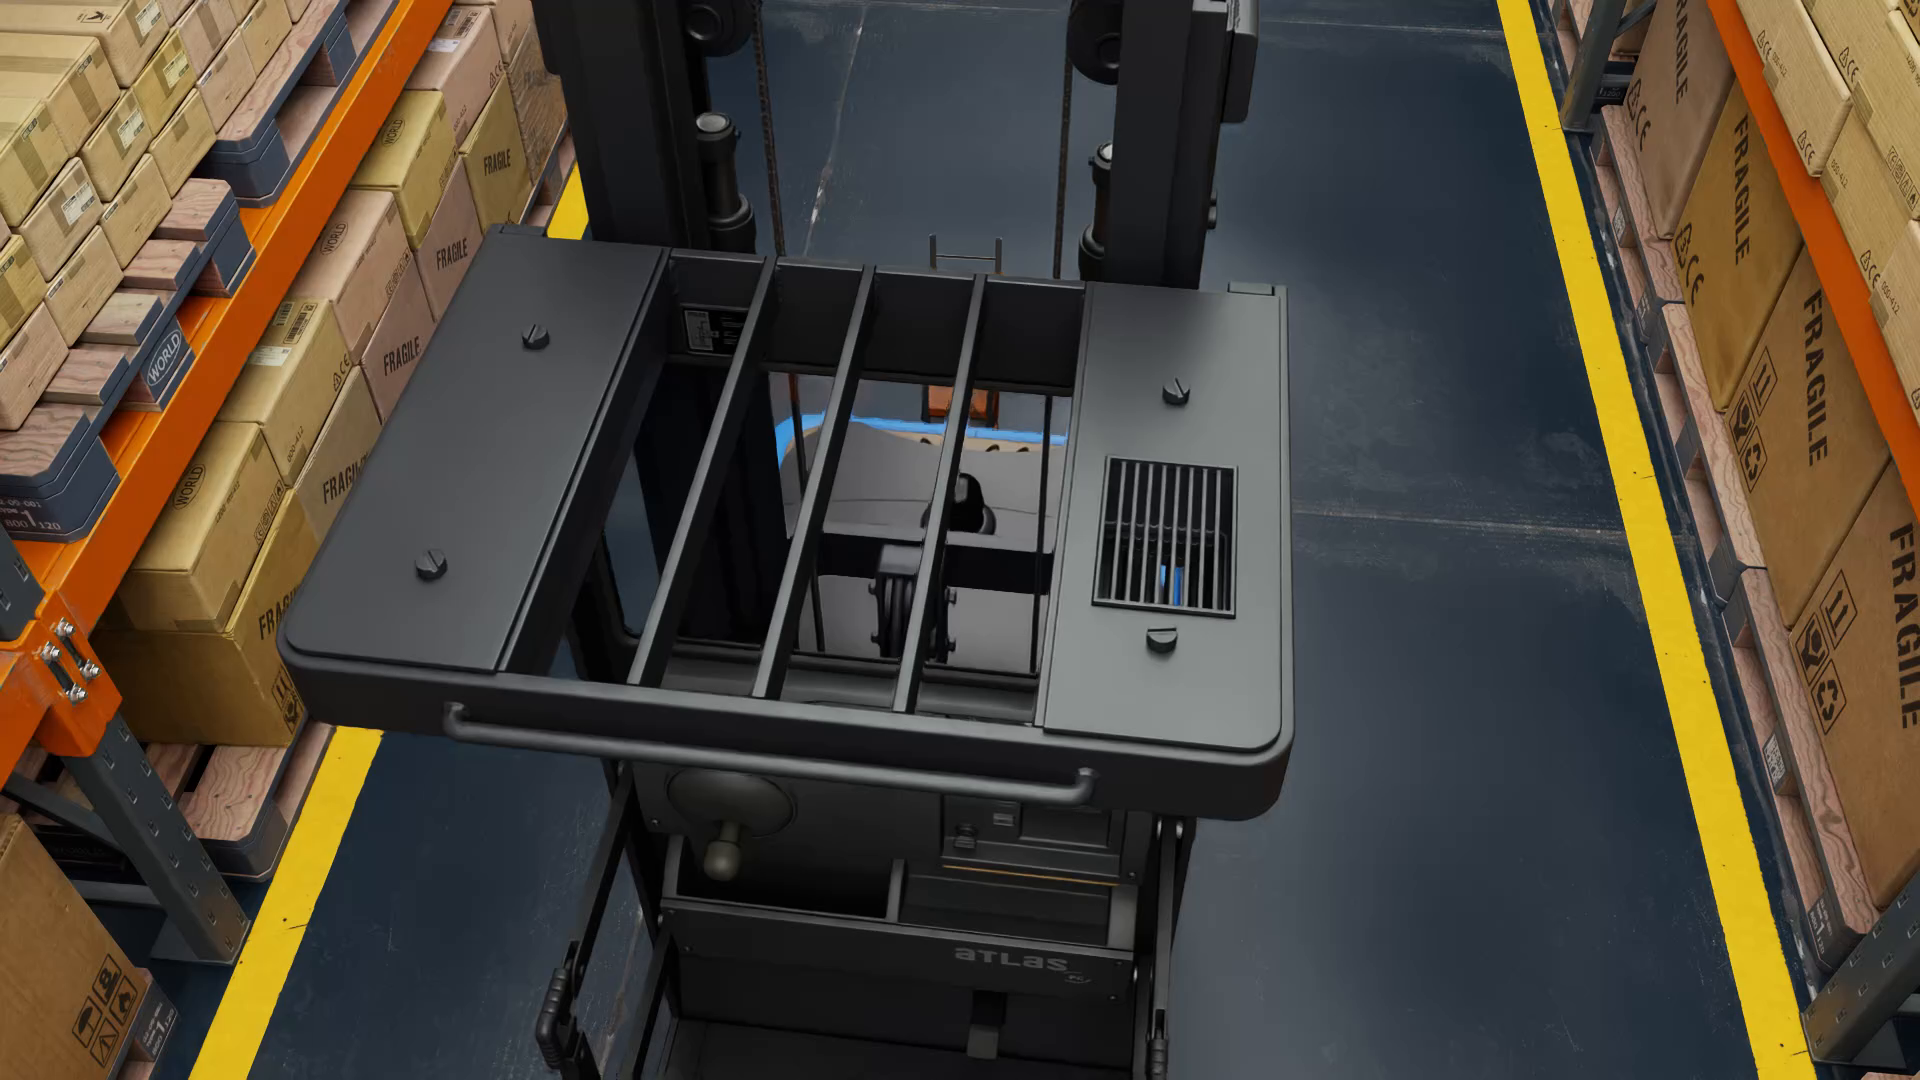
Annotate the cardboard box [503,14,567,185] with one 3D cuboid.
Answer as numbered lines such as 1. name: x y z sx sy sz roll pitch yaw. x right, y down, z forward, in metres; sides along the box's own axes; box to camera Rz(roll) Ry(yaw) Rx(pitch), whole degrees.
1. cardboard box: -1.800 -1.677 6.161 0.500 0.500 0.500 3 48 3

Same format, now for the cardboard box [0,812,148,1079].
1. cardboard box: -2.493 1.058 3.489 1.050 0.750 0.750 3 48 3

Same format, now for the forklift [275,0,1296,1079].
1. forklift: -0.144 0.533 2.776 1.130 2.935 3.031 5 48 5

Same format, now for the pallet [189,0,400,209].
1. pallet: -2.208 -1.393 4.621 1.003 0.211 1.213 4 48 4

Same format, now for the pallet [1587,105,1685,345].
1. pallet: 2.960 -1.168 6.175 1.003 0.211 1.213 4 48 4

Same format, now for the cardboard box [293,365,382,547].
1. cardboard box: -1.987 -0.171 4.783 0.500 0.500 0.500 4 48 4

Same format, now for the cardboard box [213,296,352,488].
1. cardboard box: -1.998 -0.415 4.498 0.500 0.250 0.500 3 48 3

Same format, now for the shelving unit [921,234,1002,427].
1. shelving unit: 0.005 -0.394 4.899 0.215 1.050 0.252 4 48 4

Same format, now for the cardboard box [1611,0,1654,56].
1. cardboard box: 3.119 -2.412 6.875 0.875 0.438 0.875 3 48 3

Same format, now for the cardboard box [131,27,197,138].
1. cardboard box: -2.038 -1.081 3.890 0.380 0.149 0.250 4 48 4

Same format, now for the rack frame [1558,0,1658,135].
1. rack frame: 2.955 -2.681 5.670 1.000 3.000 0.127 4 48 4

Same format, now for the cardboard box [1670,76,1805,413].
1. cardboard box: 2.904 -0.981 5.269 0.875 0.875 0.875 5 48 5

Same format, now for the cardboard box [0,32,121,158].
1. cardboard box: -2.064 -0.962 3.580 0.380 0.149 0.250 4 48 3

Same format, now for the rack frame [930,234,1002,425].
1. rack frame: 0.016 -0.483 4.981 0.200 1.050 0.008 4 48 4

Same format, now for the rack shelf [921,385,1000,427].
1. rack shelf: 0.005 -0.387 4.906 0.215 0.259 0.240 4 48 4

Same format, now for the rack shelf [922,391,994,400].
1. rack shelf: 0.005 -0.578 4.697 0.215 0.259 0.240 4 48 4

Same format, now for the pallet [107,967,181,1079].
1. pallet: -2.495 1.515 3.721 1.003 0.211 1.213 4 48 4

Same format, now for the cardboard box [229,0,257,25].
1. cardboard box: -1.988 -1.446 4.224 0.380 0.149 0.250 3 48 3

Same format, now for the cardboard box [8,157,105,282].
1. cardboard box: -2.081 -0.699 3.541 0.380 0.149 0.250 6 48 5

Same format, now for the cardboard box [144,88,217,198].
1. cardboard box: -2.034 -0.967 3.987 0.380 0.149 0.250 6 48 5

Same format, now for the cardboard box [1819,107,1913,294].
1. cardboard box: 2.471 -0.826 4.074 0.500 0.250 0.500 3 48 3

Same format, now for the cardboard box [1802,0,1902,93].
1. cardboard box: 2.498 -1.369 4.232 0.500 0.250 0.500 3 48 2

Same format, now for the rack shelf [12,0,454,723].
1. rack shelf: -2.166 -1.227 4.827 1.077 0.370 4.000 4 48 4

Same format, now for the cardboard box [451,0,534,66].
1. cardboard box: -1.800 -1.927 5.881 0.500 0.250 0.500 3 48 2

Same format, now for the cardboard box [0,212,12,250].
1. cardboard box: -2.113 -0.588 3.238 0.380 0.149 0.250 4 48 4

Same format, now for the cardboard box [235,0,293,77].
1. cardboard box: -1.987 -1.347 4.335 0.380 0.149 0.250 4 48 4

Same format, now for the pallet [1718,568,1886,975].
1. pallet: 2.738 0.625 4.535 1.003 0.211 1.213 4 48 4

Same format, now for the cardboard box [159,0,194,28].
1. cardboard box: -2.017 -1.356 3.940 0.380 0.149 0.250 6 48 5

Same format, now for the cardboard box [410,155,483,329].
1. cardboard box: -1.898 -0.924 5.471 0.500 0.500 0.500 3 48 3

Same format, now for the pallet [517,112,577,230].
1. pallet: -2.053 -1.427 6.412 1.003 0.211 1.213 4 48 4

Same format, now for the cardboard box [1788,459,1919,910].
1. cardboard box: 2.736 0.331 4.069 0.875 0.875 0.875 3 48 3

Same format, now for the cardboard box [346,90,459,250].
1. cardboard box: -1.894 -1.161 5.180 0.500 0.250 0.500 2 48 2

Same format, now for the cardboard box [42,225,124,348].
1. cardboard box: -2.082 -0.570 3.624 0.380 0.149 0.250 6 48 5

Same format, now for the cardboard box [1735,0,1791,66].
1. cardboard box: 2.544 -1.569 4.754 0.500 0.250 0.500 4 48 3
